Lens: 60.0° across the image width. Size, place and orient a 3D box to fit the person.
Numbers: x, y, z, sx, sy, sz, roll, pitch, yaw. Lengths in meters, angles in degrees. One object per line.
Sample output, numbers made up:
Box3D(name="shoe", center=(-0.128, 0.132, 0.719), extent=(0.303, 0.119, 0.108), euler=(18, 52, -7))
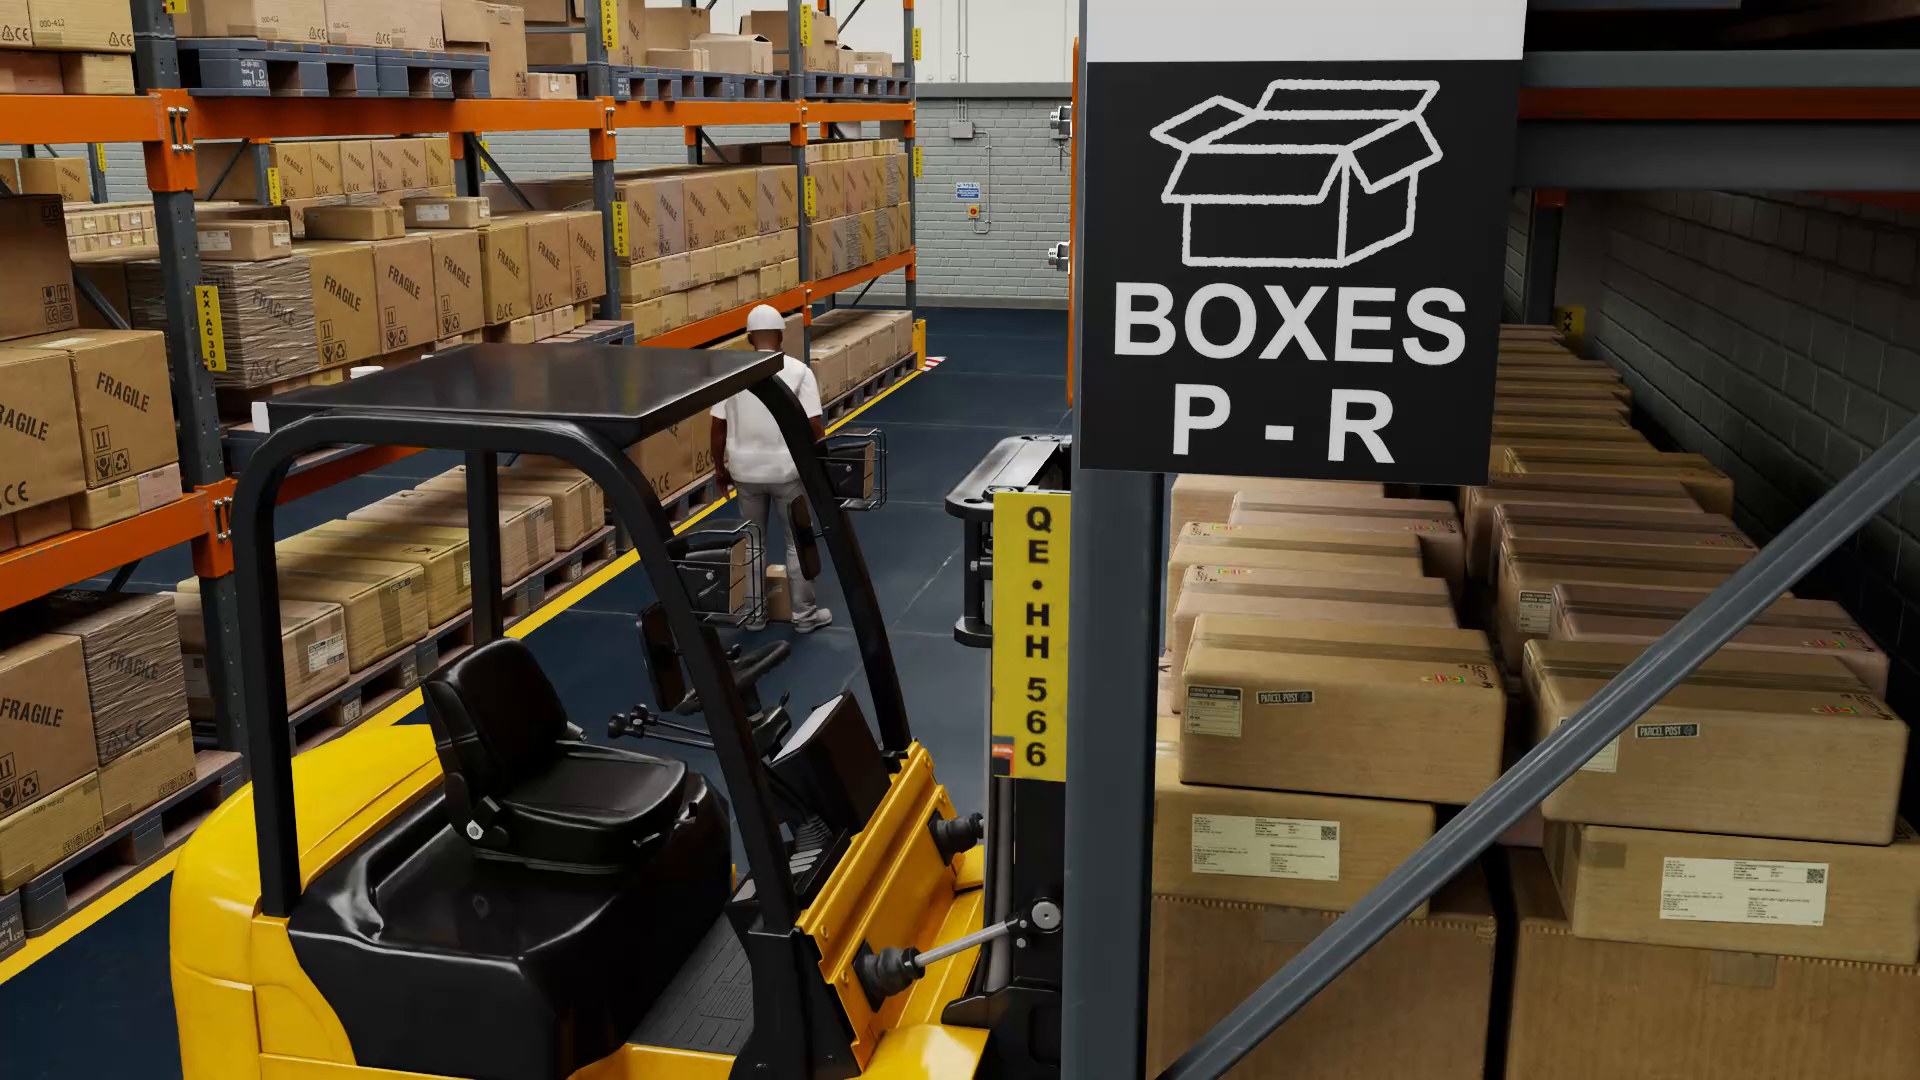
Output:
Box3D(name="person", center=(-1.014, -0.378, 8.932), extent=(0.633, 1.759, 0.462), euler=(2, 15, 8))
